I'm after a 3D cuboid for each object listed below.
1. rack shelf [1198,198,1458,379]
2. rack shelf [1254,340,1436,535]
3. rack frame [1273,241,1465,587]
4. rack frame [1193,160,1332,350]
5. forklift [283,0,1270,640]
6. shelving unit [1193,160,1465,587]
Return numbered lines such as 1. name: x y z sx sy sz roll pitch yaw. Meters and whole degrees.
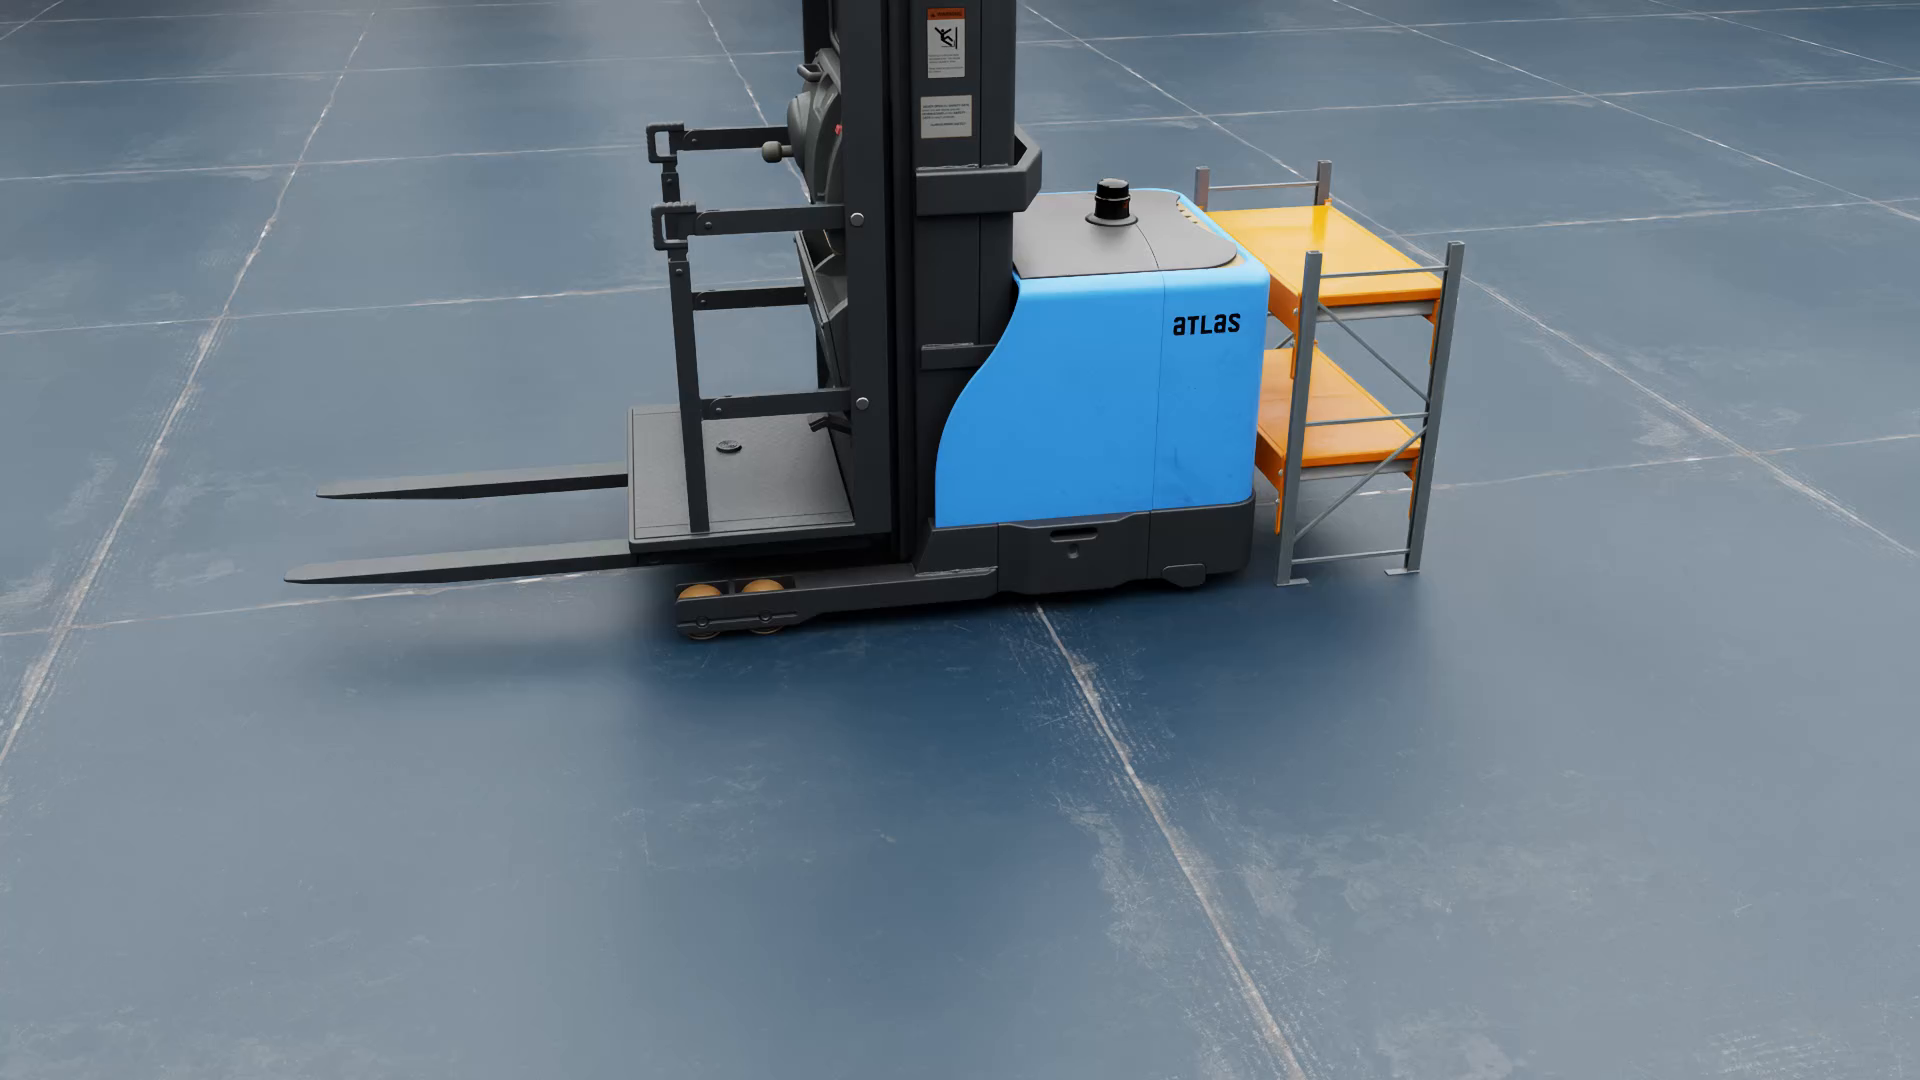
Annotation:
1. rack shelf: 1.179 -0.863 5.562 0.538 0.278 1.000 -5 27 -10
2. rack shelf: 1.179 -0.384 5.804 0.538 0.278 1.000 -5 27 -10
3. rack frame: 1.280 -0.377 5.249 0.500 1.125 0.032 -5 27 -10
4. rack frame: 1.077 -0.826 6.139 0.500 1.125 0.032 -5 27 -10
5. forklift: -0.612 -1.258 4.990 3.031 2.935 1.130 -5 27 -9
6. shelving unit: 1.179 -0.602 5.694 0.538 1.125 1.048 -5 27 -10
